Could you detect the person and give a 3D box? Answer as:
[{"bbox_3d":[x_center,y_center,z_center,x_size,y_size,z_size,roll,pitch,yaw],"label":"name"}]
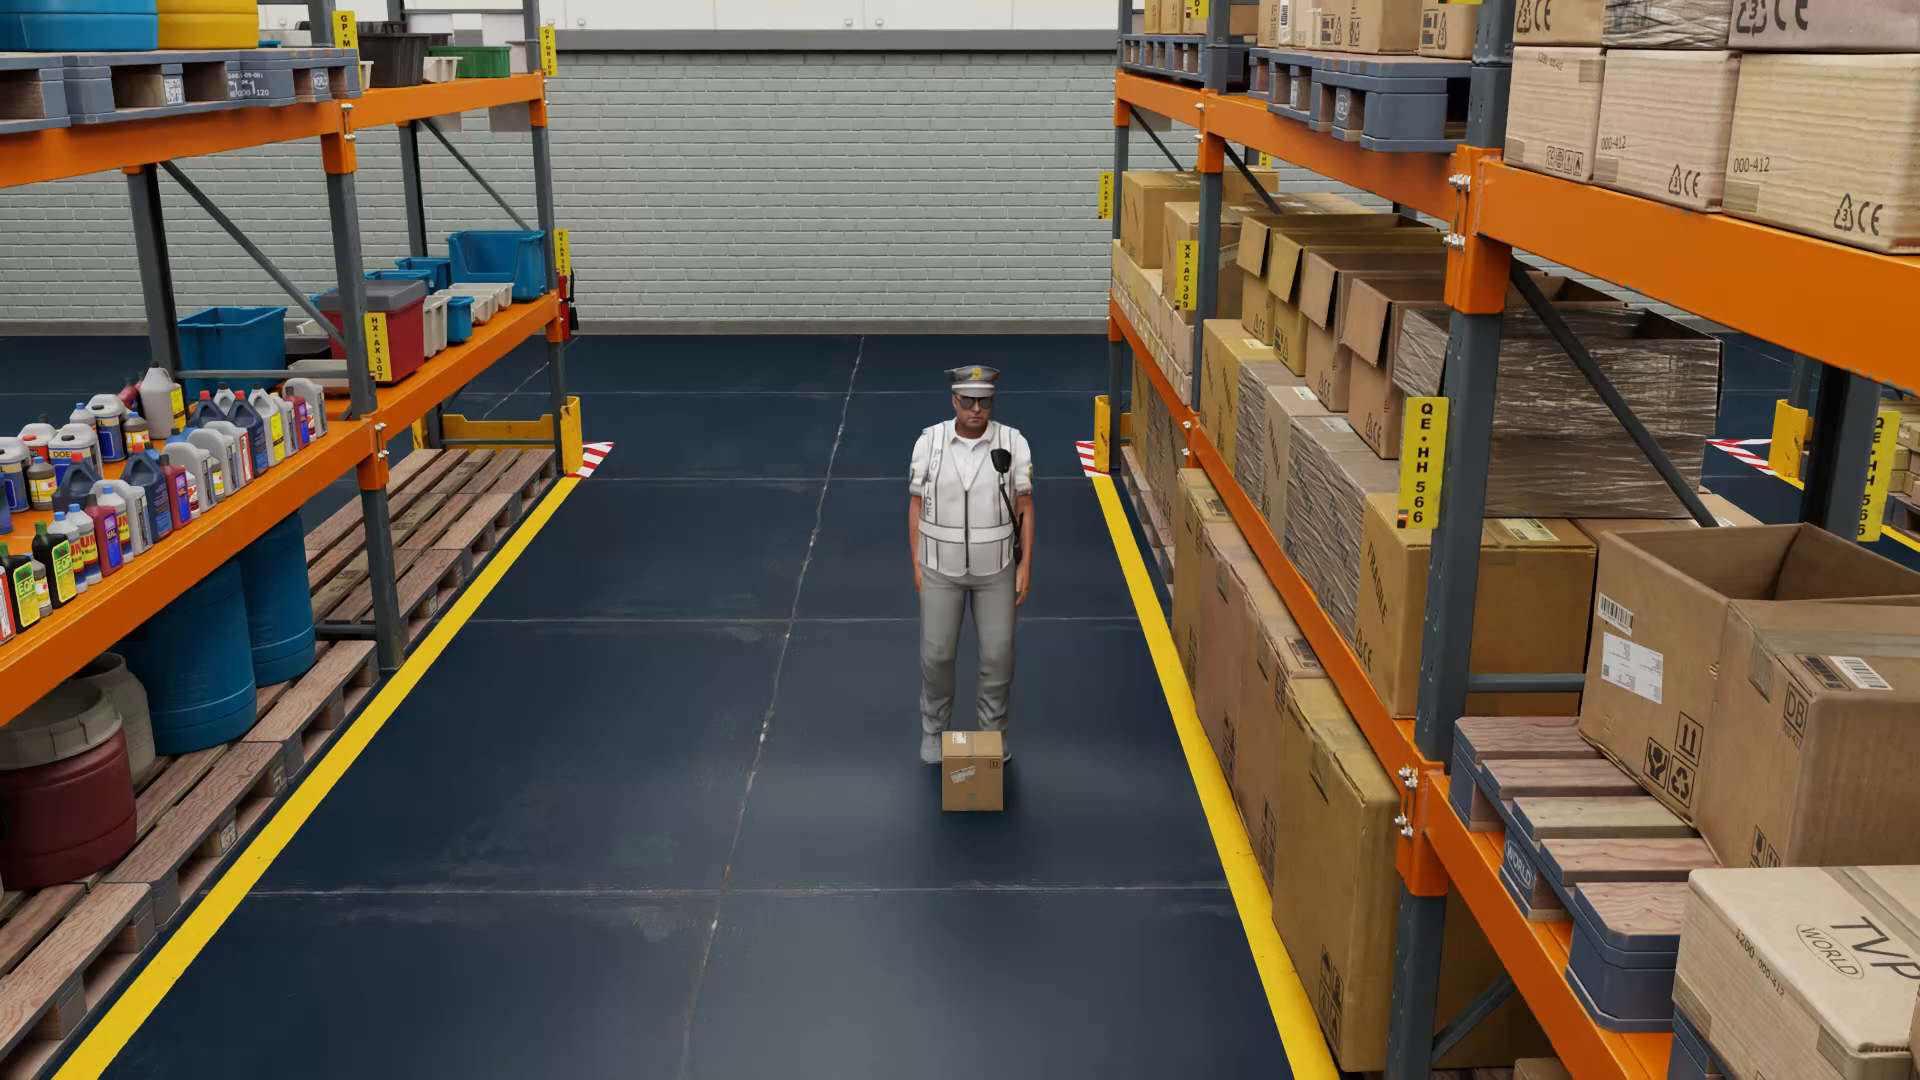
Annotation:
[{"bbox_3d":[0.050,0.126,7.185,0.539,1.804,0.392,0,17,0],"label":"person"}]
